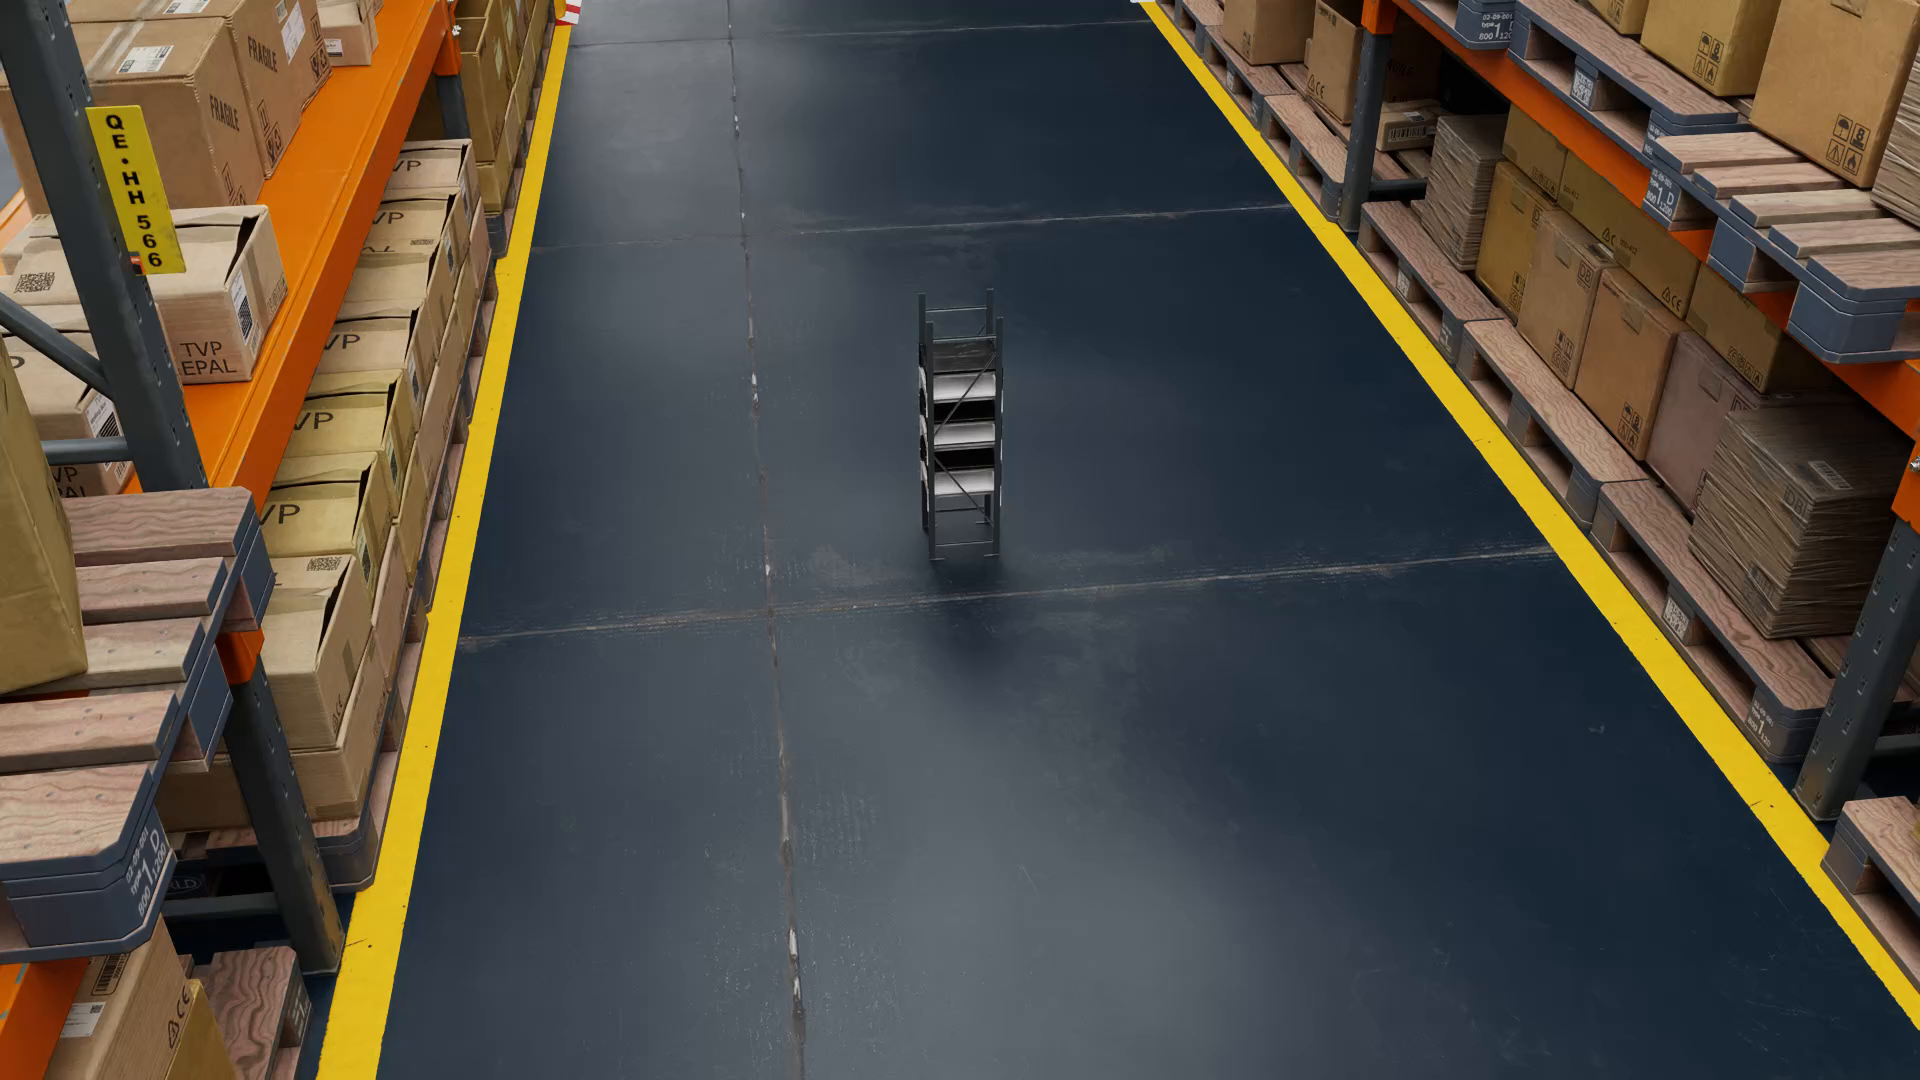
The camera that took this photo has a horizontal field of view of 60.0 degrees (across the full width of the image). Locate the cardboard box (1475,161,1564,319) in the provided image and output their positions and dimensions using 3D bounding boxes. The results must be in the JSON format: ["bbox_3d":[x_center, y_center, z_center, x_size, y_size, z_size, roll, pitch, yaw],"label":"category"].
[{"bbox_3d":[2.548,-1.213,6.695,0.700,0.500,0.500,-5,35,-7],"label":"cardboard box"}]

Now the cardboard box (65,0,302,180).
[{"bbox_3d":[-2.370,-1.419,5.079,0.500,0.500,0.500,-4,35,-6],"label":"cardboard box"}]

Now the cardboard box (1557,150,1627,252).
[{"bbox_3d":[2.565,-1.272,6.115,0.500,0.250,0.500,-5,35,-8],"label":"cardboard box"}]

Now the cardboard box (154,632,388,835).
[{"bbox_3d":[-1.837,0.500,4.422,0.500,0.250,0.500,-4,35,-7],"label":"cardboard box"}]

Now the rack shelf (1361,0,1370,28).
[{"bbox_3d":[2.044,-3.577,8.974,1.077,0.370,4.000,-4,35,-6],"label":"rack shelf"}]

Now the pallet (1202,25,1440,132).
[{"bbox_3d":[2.020,-2.660,9.466,1.003,0.211,1.213,-4,35,-6],"label":"pallet"}]

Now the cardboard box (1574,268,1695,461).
[{"bbox_3d":[2.653,-0.644,5.860,0.700,0.500,0.500,-5,35,-7],"label":"cardboard box"}]

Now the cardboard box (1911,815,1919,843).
[{"bbox_3d":[2.820,0.609,3.728,0.750,0.750,0.750,-5,35,-7],"label":"cardboard box"}]

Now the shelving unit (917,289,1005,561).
[{"bbox_3d":[0.001,-0.367,5.490,0.258,0.900,0.210,-4,35,-6],"label":"shelving unit"}]

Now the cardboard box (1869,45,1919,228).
[{"bbox_3d":[2.778,-1.010,4.090,0.700,0.500,0.500,-8,35,-12],"label":"cardboard box"}]

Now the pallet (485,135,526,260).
[{"bbox_3d":[-2.661,-1.675,8.021,1.003,0.211,1.213,-4,35,-6],"label":"pallet"}]

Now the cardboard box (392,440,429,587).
[{"bbox_3d":[-1.981,-0.070,5.258,0.500,0.250,0.500,-5,35,-8],"label":"cardboard box"}]

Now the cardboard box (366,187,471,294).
[{"bbox_3d":[-2.181,-1.156,6.353,0.500,0.311,0.500,-3,34,-5],"label":"cardboard box"}]

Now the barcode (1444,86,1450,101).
[{"bbox_3d":[2.496,-2.288,8.522,0.001,0.075,0.075,-4,35,-6],"label":"barcode"}]

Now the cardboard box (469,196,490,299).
[{"bbox_3d":[-2.252,-1.209,6.928,0.500,0.250,0.500,-5,35,-7],"label":"cardboard box"}]

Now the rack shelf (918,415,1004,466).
[{"bbox_3d":[0.001,-0.340,5.509,0.258,0.077,0.200,-4,35,-6],"label":"rack shelf"}]

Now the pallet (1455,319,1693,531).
[{"bbox_3d":[2.586,-0.489,6.280,1.003,0.211,1.213,-4,35,-6],"label":"pallet"}]

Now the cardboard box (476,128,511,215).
[{"bbox_3d":[-2.357,-1.700,7.649,0.500,0.250,0.500,-4,35,-6],"label":"cardboard box"}]

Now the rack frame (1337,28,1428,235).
[{"bbox_3d":[2.313,-2.758,7.133,1.000,3.000,0.127,-4,35,-6],"label":"rack frame"}]

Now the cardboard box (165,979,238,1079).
[{"bbox_3d":[-1.699,1.207,3.145,0.500,0.500,0.500,-3,34,-5],"label":"cardboard box"}]

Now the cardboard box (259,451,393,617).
[{"bbox_3d":[-1.916,-0.025,4.693,0.500,0.311,0.500,-5,35,-8],"label":"cardboard box"}]

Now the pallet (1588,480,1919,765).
[{"bbox_3d":[2.747,0.190,5.283,1.003,0.211,1.213,-4,35,-6],"label":"pallet"}]

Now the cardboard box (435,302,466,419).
[{"bbox_3d":[-2.117,-0.641,6.095,0.500,0.250,0.500,-4,34,-5],"label":"cardboard box"}]

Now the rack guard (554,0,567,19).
[{"bbox_3d":[-3.137,-3.593,10.579,1.175,0.500,0.348,-4,35,-6],"label":"rack guard"}]

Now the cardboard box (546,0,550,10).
[{"bbox_3d":[-2.768,-3.373,10.105,0.500,0.250,0.500,-4,35,-6],"label":"cardboard box"}]

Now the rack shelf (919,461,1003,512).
[{"bbox_3d":[0.001,-0.191,5.610,0.258,0.077,0.200,-4,35,-6],"label":"rack shelf"}]

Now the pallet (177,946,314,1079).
[{"bbox_3d":[-1.994,1.423,3.474,1.003,0.211,1.213,-4,35,-6],"label":"pallet"}]

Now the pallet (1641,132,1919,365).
[{"bbox_3d":[2.649,-0.836,4.484,1.213,0.211,1.003,-4,35,-6],"label":"pallet"}]

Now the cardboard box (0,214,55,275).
[{"bbox_3d":[-2.285,-0.752,4.413,0.380,0.149,0.250,-2,34,-3],"label":"cardboard box"}]

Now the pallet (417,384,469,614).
[{"bbox_3d":[-2.290,-0.138,5.765,1.003,0.211,1.213,-4,35,-6],"label":"pallet"}]

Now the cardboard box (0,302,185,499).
[{"bbox_3d":[-2.063,-0.318,3.632,0.500,0.311,0.500,-2,34,-3],"label":"cardboard box"}]

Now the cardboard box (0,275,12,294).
[{"bbox_3d":[-2.452,-0.526,4.081,0.380,0.149,0.250,-4,35,-6],"label":"cardboard box"}]

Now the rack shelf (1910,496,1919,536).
[{"bbox_3d":[3.120,0.888,2.423,1.077,0.370,4.000,-4,35,-6],"label":"rack shelf"}]

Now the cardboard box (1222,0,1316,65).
[{"bbox_3d":[1.904,-3.015,9.339,0.700,0.500,0.500,-6,35,-9],"label":"cardboard box"}]

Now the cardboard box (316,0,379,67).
[{"bbox_3d":[-2.295,-1.848,5.918,0.396,0.266,0.258,-5,35,-8],"label":"cardboard box"}]

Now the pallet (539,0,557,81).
[{"bbox_3d":[-2.989,-3.037,10.019,1.003,0.211,1.213,-4,35,-6],"label":"pallet"}]

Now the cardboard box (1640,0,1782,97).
[{"bbox_3d":[2.588,-1.704,5.107,0.700,0.500,0.500,-4,35,-6],"label":"cardboard box"}]

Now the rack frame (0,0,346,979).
[{"bbox_3d":[-2.057,-0.149,3.304,1.000,3.000,0.127,-4,35,-6],"label":"rack frame"}]

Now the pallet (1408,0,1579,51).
[{"bbox_3d":[2.271,-2.241,6.545,1.003,0.211,1.213,-4,35,-6],"label":"pallet"}]

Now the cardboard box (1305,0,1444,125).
[{"bbox_3d":[2.134,-2.483,8.559,0.500,0.500,0.500,-7,35,-10],"label":"cardboard box"}]

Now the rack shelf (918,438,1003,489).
[{"bbox_3d":[0.001,-0.265,5.559,0.258,0.077,0.200,-4,35,-6],"label":"rack shelf"}]

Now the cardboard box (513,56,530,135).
[{"bbox_3d":[-2.482,-2.259,8.469,0.500,0.250,0.500,-4,35,-6],"label":"cardboard box"}]

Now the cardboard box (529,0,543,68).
[{"bbox_3d":[-2.620,-2.816,9.288,0.500,0.250,0.500,-4,35,-6],"label":"cardboard box"}]

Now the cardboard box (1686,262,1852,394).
[{"bbox_3d":[2.688,-0.705,5.284,0.500,0.250,0.500,-4,34,-5],"label":"cardboard box"}]

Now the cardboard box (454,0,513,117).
[{"bbox_3d":[-2.423,-2.289,7.848,0.500,0.500,0.500,-4,35,-6],"label":"cardboard box"}]

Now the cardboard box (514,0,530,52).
[{"bbox_3d":[-2.551,-2.847,8.667,0.500,0.500,0.500,-4,35,-6],"label":"cardboard box"}]

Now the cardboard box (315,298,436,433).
[{"bbox_3d":[-2.052,-0.596,5.532,0.500,0.311,0.500,-5,35,-7],"label":"cardboard box"}]

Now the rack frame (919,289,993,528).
[{"bbox_3d":[-0.013,-0.424,5.573,0.240,0.900,0.006,-4,35,-6],"label":"rack frame"}]

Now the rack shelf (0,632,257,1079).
[{"bbox_3d":[-1.788,1.265,1.869,1.077,0.370,4.000,-4,35,-6],"label":"rack shelf"}]

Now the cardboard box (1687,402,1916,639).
[{"bbox_3d":[2.702,-0.072,5.022,0.700,0.500,0.500,-4,34,-6],"label":"cardboard box"}]
